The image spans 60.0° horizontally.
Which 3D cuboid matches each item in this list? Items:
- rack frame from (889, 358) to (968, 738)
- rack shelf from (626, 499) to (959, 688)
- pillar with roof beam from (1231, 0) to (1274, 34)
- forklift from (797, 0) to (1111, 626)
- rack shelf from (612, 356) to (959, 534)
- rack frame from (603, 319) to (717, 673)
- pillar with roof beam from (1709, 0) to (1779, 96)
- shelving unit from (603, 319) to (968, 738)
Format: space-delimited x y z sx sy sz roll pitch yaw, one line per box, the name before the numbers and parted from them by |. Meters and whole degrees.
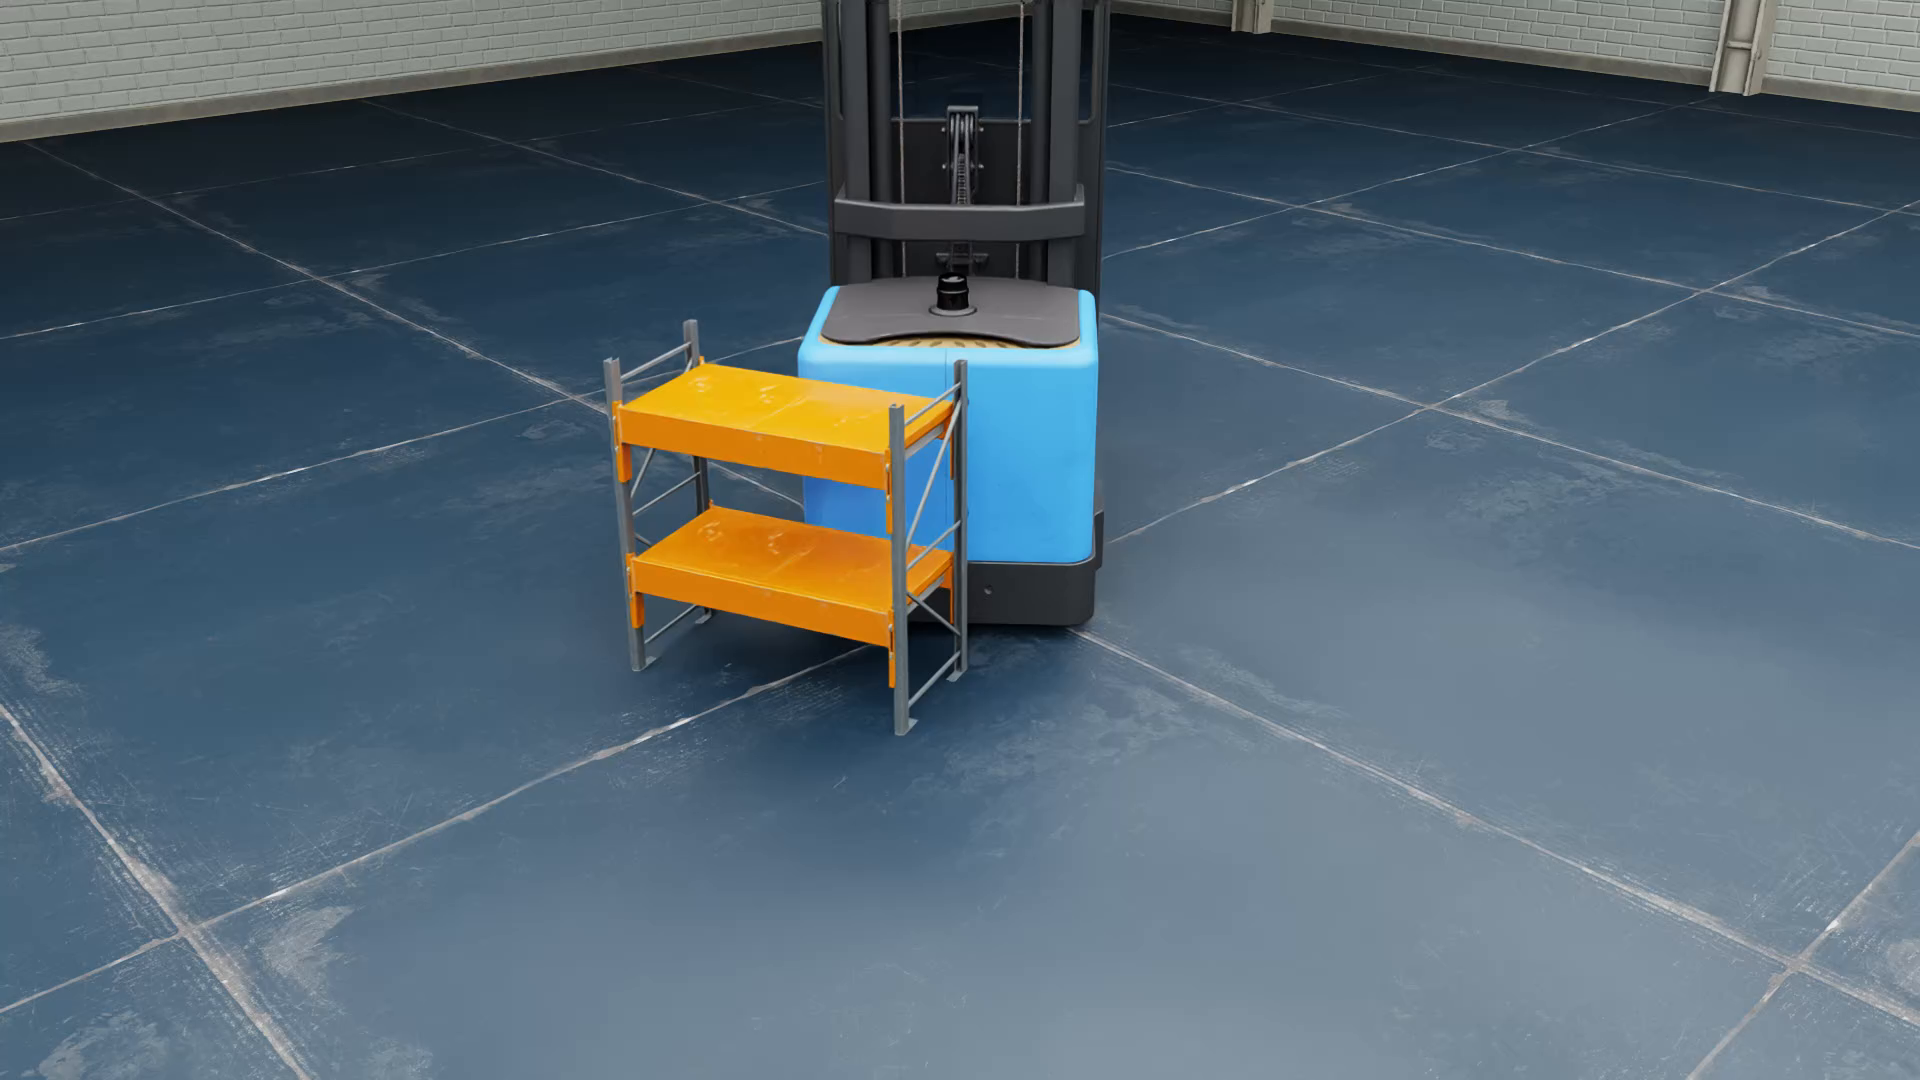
rack frame | -0.093 0.028 5.333 0.032 1.125 0.500 11 27 22
rack shelf | -0.555 0.162 5.628 1.000 0.278 0.538 11 27 22
pillar with roof beam | 0.447 -9.140 15.944 9.100 9.000 0.400 -21 32 -38
forklift | 0.036 -1.601 6.727 1.130 2.935 3.031 1 25 3
rack shelf | -0.555 -0.327 5.405 1.000 0.278 0.538 11 27 22
rack frame | -1.017 -0.148 5.720 0.032 1.125 0.500 11 27 22
pillar with roof beam | 4.548 -7.323 11.959 9.100 9.000 0.400 -21 32 -38
shelving unit | -0.555 -0.060 5.527 1.048 1.125 0.538 11 27 22
